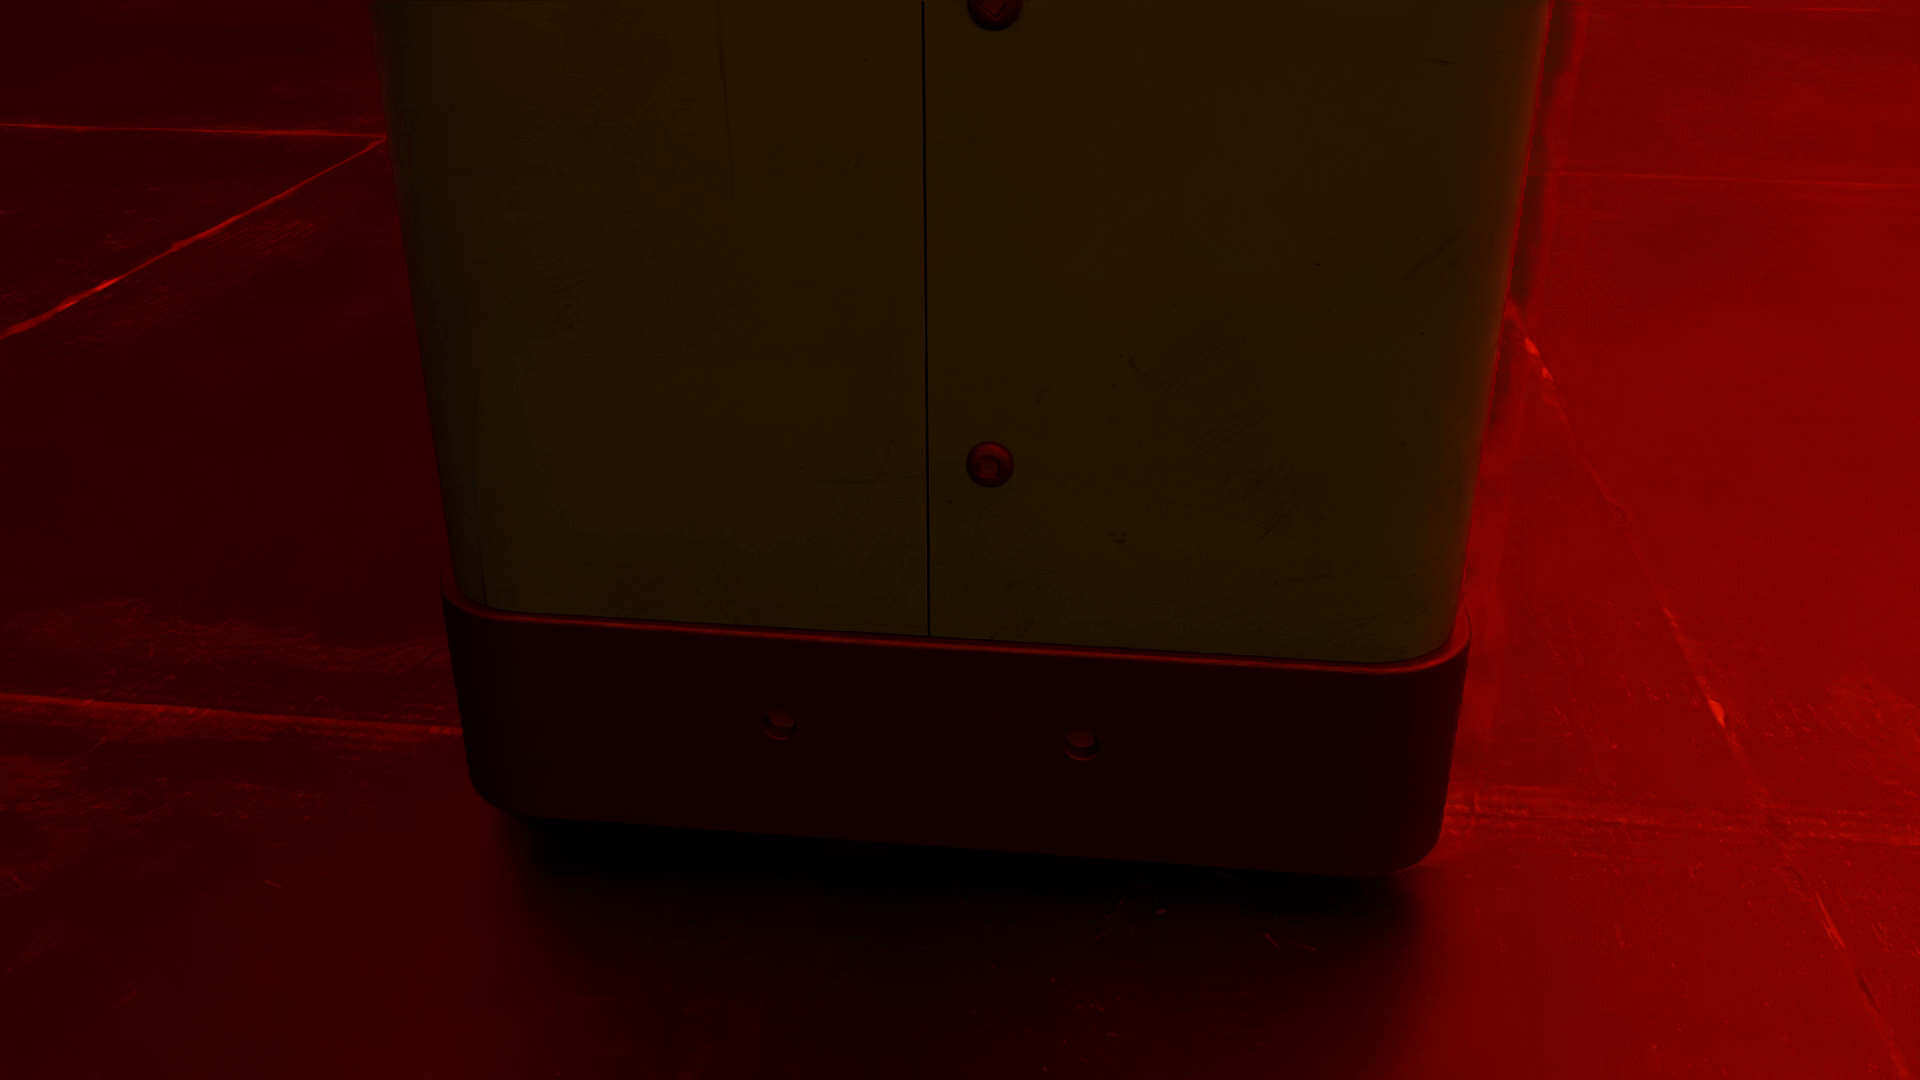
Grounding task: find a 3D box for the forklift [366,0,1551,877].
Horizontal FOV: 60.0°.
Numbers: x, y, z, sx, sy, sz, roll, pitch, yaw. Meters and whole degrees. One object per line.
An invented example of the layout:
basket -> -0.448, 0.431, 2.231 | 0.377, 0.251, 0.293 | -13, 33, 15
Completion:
forklift -> 0.151, -1.603, 2.431 | 1.130, 2.935, 3.031 | 3, 27, 6
